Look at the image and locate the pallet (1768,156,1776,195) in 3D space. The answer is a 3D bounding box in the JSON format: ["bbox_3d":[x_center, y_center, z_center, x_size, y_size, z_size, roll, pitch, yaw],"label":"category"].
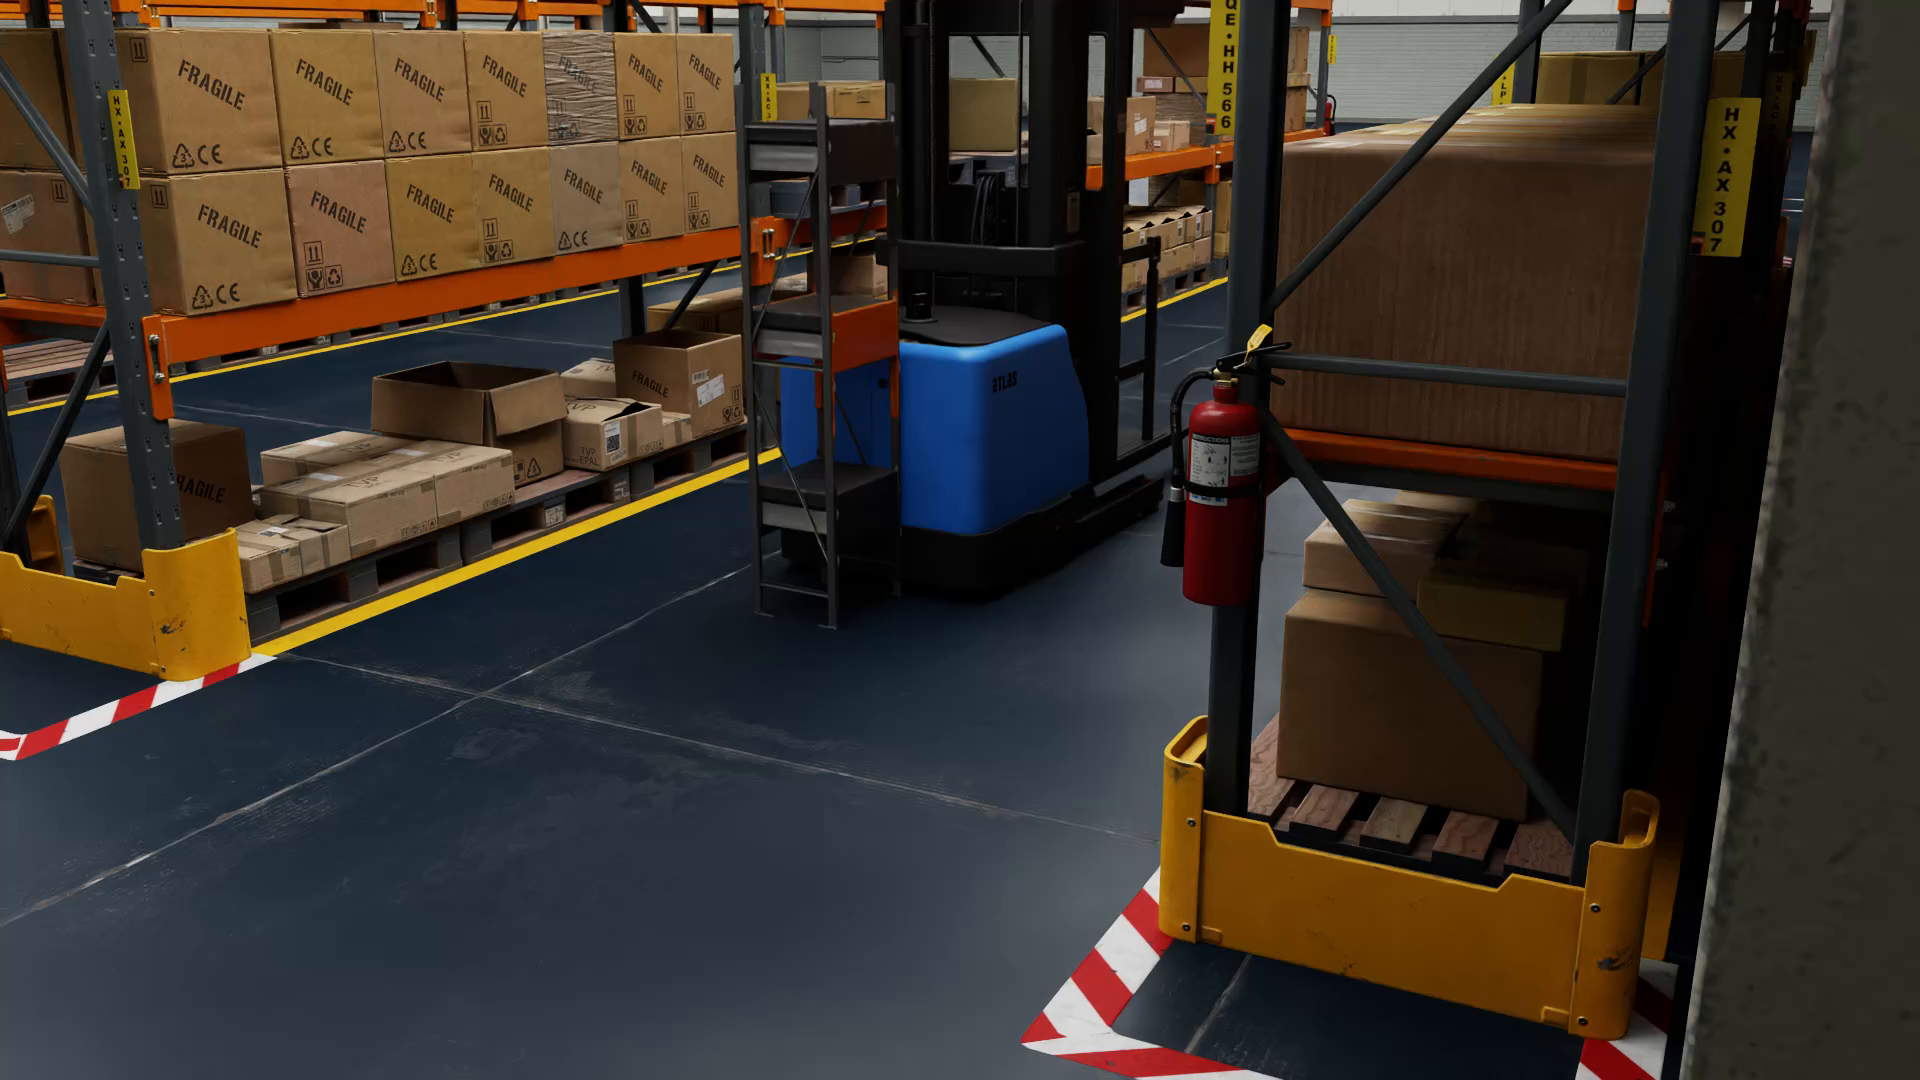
[{"bbox_3d":[4.911,-2.521,11.414,1.213,0.211,1.003,8,18,25],"label":"pallet"}]

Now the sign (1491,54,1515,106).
[{"bbox_3d":[2.410,-1.983,7.370,0.100,0.325,0.005,8,18,25],"label":"sign"}]

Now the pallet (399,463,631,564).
[{"bbox_3d":[-2.385,-0.205,8.177,1.003,0.211,1.213,8,18,25],"label":"pallet"}]

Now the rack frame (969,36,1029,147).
[{"bbox_3d":[0.254,-3.047,12.849,1.000,3.000,0.127,8,18,25],"label":"rack frame"}]

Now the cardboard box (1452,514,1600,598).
[{"bbox_3d":[1.685,0.043,4.958,0.380,0.149,0.250,8,18,26],"label":"cardboard box"}]

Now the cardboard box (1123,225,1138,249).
[{"bbox_3d":[1.208,-2.560,14.315,0.500,0.311,0.500,8,18,24],"label":"cardboard box"}]

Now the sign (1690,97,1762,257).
[{"bbox_3d":[1.607,-0.761,3.492,0.100,0.325,0.005,8,18,25],"label":"sign"}]

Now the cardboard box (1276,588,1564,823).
[{"bbox_3d":[1.336,0.426,4.809,0.700,0.500,0.500,8,18,25],"label":"cardboard box"}]

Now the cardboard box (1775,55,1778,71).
[{"bbox_3d":[3.786,-2.305,8.300,0.500,0.250,0.500,7,18,24],"label":"cardboard box"}]

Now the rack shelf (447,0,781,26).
[{"bbox_3d":[-3.282,-5.281,16.364,1.077,0.370,4.000,8,18,25],"label":"rack shelf"}]

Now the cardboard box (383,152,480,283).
[{"bbox_3d":[-2.434,-1.396,7.116,0.500,0.500,0.500,8,18,25],"label":"cardboard box"}]

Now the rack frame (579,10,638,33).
[{"bbox_3d":[-5.032,-6.346,23.956,1.000,3.000,0.127,8,18,25],"label":"rack frame"}]

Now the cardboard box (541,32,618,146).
[{"bbox_3d":[-1.979,-2.135,7.845,0.500,0.500,0.500,8,18,26],"label":"cardboard box"}]

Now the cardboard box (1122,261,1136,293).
[{"bbox_3d":[1.202,-2.288,14.384,0.500,0.250,0.500,8,18,24],"label":"cardboard box"}]

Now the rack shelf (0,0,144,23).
[{"bbox_3d":[-9.500,-4.892,15.056,1.077,0.370,4.000,8,18,25],"label":"rack shelf"}]

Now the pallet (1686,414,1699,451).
[{"bbox_3d":[3.722,-0.580,9.441,1.003,0.211,1.213,8,18,25],"label":"pallet"}]

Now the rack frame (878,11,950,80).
[{"bbox_3d":[-0.601,-5.716,21.835,1.000,3.000,0.127,8,18,25],"label":"rack frame"}]

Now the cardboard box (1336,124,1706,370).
[{"bbox_3d":[1.647,-0.842,4.897,0.980,0.700,0.700,8,18,25],"label":"cardboard box"}]

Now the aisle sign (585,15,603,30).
[{"bbox_3d":[-5.272,-7.646,23.768,0.394,0.787,0.004,8,18,25],"label":"aisle sign"}]

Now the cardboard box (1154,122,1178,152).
[{"bbox_3d":[1.813,-3.754,15.466,0.396,0.266,0.258,8,18,24],"label":"cardboard box"}]

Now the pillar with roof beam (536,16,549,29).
[{"bbox_3d":[-7.563,-15.088,42.851,9.100,9.000,0.400,8,18,25],"label":"pillar with roof beam"}]

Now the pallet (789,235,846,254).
[{"bbox_3d":[-2.051,-3.526,19.359,1.003,0.211,1.213,8,18,25],"label":"pallet"}]

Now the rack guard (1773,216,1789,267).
[{"bbox_3d":[8.228,-3.238,17.882,1.175,0.500,0.348,8,18,25],"label":"rack guard"}]

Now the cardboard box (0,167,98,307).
[{"bbox_3d":[-3.364,-1.206,6.475,0.500,0.500,0.500,9,19,27],"label":"cardboard box"}]

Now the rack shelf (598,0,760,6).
[{"bbox_3d":[-2.427,-2.612,7.379,1.077,0.370,4.000,8,18,25],"label":"rack shelf"}]

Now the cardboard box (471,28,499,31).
[{"bbox_3d":[-6.168,-6.207,21.033,0.500,0.500,0.500,8,18,25],"label":"cardboard box"}]

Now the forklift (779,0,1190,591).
[{"bbox_3d":[0.372,-1.562,7.971,1.130,2.935,3.031,9,19,28],"label":"forklift"}]

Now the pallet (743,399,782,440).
[{"bbox_3d":[-1.203,-0.903,10.529,1.003,0.211,1.213,8,18,25],"label":"pallet"}]

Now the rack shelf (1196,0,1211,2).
[{"bbox_3d":[1.148,-4.650,14.239,1.077,0.370,4.000,8,18,25],"label":"rack shelf"}]

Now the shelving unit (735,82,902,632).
[{"bbox_3d":[-0.545,-0.731,6.633,0.431,2.100,0.503,9,19,28],"label":"shelving unit"}]

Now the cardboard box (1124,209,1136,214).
[{"bbox_3d":[1.406,-3.018,15.856,0.500,0.311,0.500,8,18,25],"label":"cardboard box"}]

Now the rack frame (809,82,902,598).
[{"bbox_3d":[-0.424,-0.792,6.836,0.400,2.100,0.015,9,19,28],"label":"rack frame"}]

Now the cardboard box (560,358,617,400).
[{"bbox_3d":[-1.914,-0.871,9.471,0.500,0.311,0.500,8,18,25],"label":"cardboard box"}]

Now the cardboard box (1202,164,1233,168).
[{"bbox_3d":[2.957,-3.963,18.706,0.500,0.500,0.500,8,18,25],"label":"cardboard box"}]

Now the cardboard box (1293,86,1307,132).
[{"bbox_3d":[3.609,-5.015,19.301,0.700,0.500,0.500,8,18,25],"label":"cardboard box"}]

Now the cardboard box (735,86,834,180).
[{"bbox_3d":[-1.121,-2.370,9.655,0.700,0.500,0.500,2,17,7],"label":"cardboard box"}]

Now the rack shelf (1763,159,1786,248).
[{"bbox_3d":[5.581,-2.582,12.548,1.077,0.370,4.000,8,18,25],"label":"rack shelf"}]

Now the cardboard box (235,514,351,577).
[{"bbox_3d":[-2.714,0.011,6.755,0.380,0.166,0.250,8,18,25],"label":"cardboard box"}]

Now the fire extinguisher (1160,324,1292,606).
[{"bbox_3d":[0.633,-0.185,4.002,0.296,0.674,0.183,8,18,25],"label":"fire extinguisher"}]

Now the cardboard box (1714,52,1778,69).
[{"bbox_3d":[3.567,-2.177,7.868,0.500,0.250,0.500,8,18,26],"label":"cardboard box"}]

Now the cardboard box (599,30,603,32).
[{"bbox_3d":[-5.056,-6.844,23.180,0.500,0.500,0.500,8,18,25],"label":"cardboard box"}]

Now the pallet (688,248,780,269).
[{"bbox_3d":[-2.704,-3.155,18.111,1.003,0.211,1.213,8,18,25],"label":"pallet"}]

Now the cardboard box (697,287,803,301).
[{"bbox_3d":[-1.341,-1.328,10.678,0.500,0.500,0.500,8,18,26],"label":"cardboard box"}]

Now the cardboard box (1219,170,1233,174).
[{"bbox_3d":[2.976,-3.642,17.625,0.500,0.500,0.500,8,18,25],"label":"cardboard box"}]

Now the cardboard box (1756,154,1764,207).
[{"bbox_3d":[3.786,-1.946,8.407,0.500,0.500,0.500,8,18,24],"label":"cardboard box"}]

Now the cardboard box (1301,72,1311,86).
[{"bbox_3d":[3.829,-5.322,19.194,0.380,0.149,0.250,8,18,24],"label":"cardboard box"}]

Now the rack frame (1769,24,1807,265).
[{"bbox_3d":[8.262,-4.456,17.591,1.000,3.000,0.127,8,18,25],"label":"rack frame"}]

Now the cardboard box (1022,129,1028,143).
[{"bbox_3d":[0.456,-3.091,13.155,0.500,0.311,0.500,9,19,29],"label":"cardboard box"}]

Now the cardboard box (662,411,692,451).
[{"bbox_3d":[-1.648,-0.588,8.804,0.380,0.149,0.250,8,18,25],"label":"cardboard box"}]
